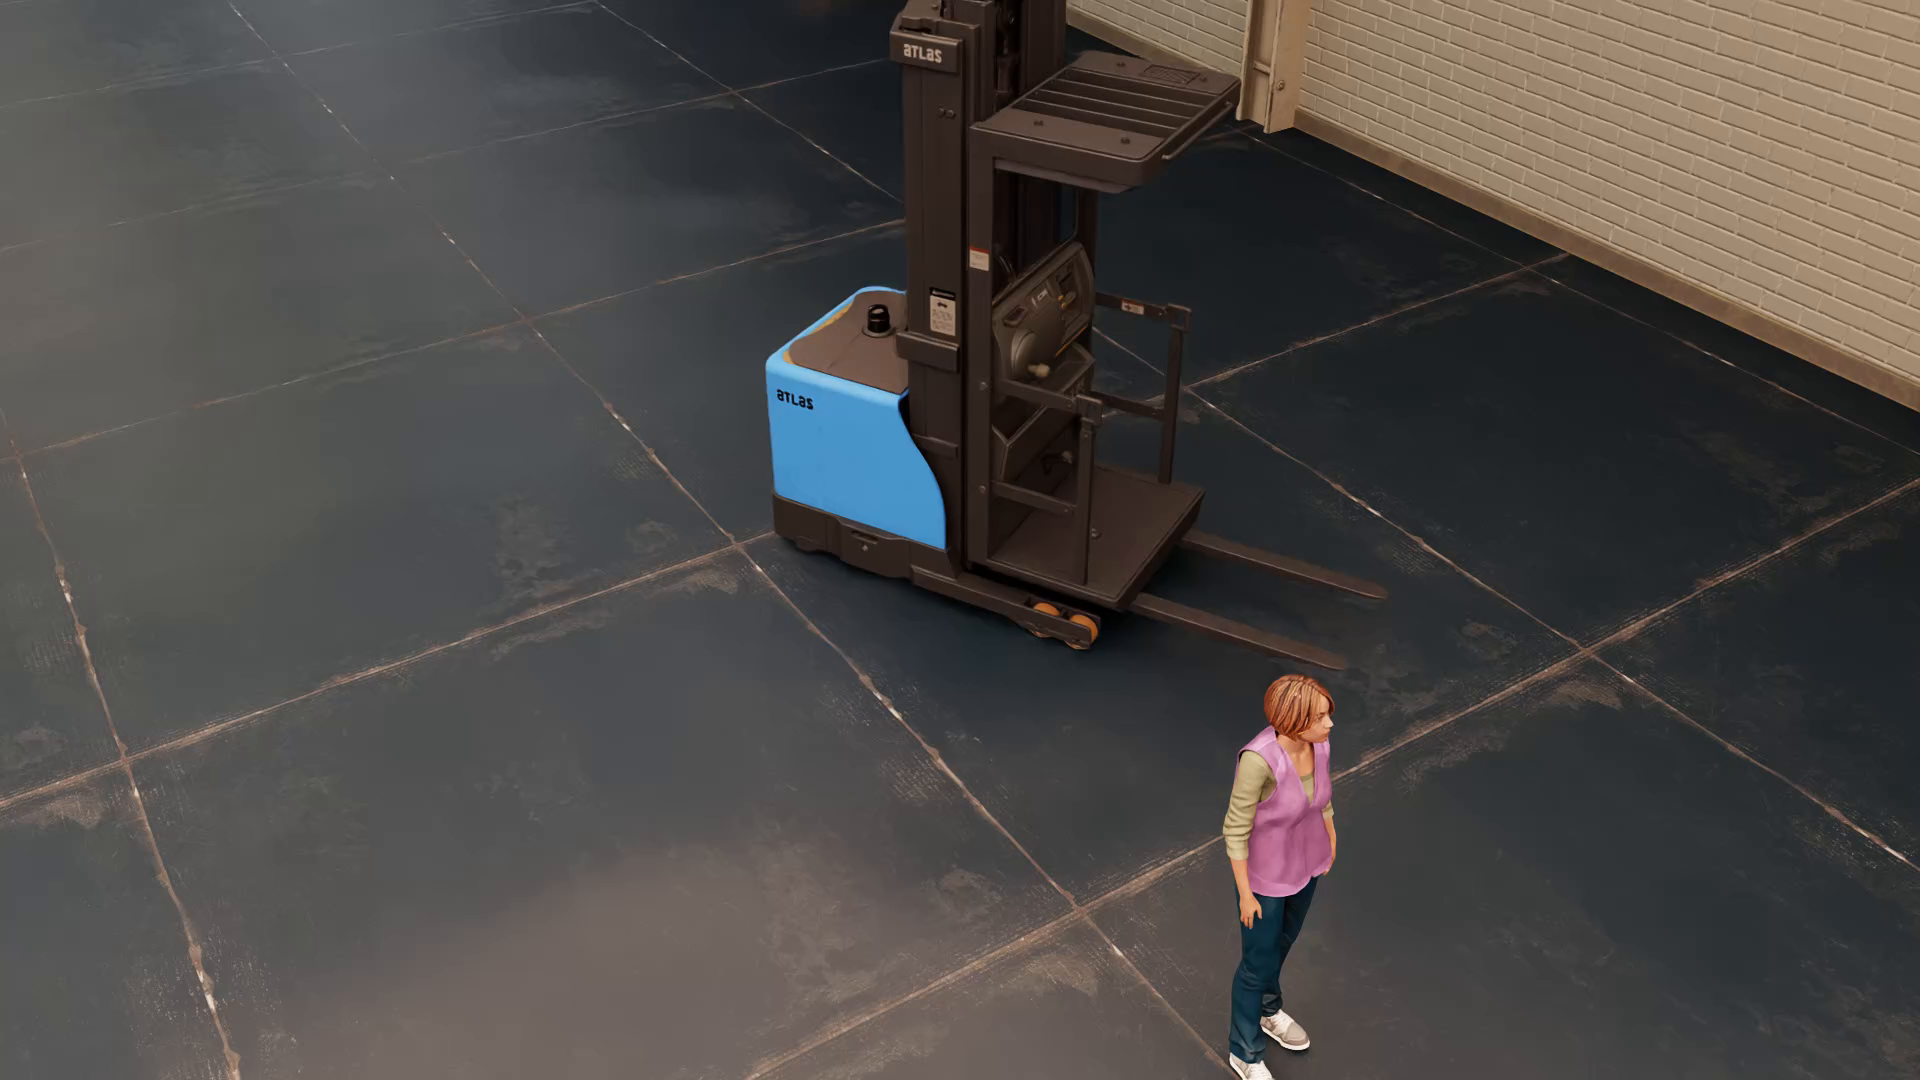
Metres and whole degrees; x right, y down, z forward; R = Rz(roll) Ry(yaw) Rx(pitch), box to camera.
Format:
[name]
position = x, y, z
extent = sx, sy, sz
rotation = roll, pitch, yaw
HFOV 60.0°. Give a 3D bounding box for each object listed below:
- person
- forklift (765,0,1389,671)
[person]
position = 1.136, 1.162, 5.642
extent = 0.520, 1.597, 0.475
rotation = -27, 43, -33
[forklift]
position = 0.570, -1.025, 7.606
extent = 3.031, 2.935, 1.130
rotation = 18, 39, 24
